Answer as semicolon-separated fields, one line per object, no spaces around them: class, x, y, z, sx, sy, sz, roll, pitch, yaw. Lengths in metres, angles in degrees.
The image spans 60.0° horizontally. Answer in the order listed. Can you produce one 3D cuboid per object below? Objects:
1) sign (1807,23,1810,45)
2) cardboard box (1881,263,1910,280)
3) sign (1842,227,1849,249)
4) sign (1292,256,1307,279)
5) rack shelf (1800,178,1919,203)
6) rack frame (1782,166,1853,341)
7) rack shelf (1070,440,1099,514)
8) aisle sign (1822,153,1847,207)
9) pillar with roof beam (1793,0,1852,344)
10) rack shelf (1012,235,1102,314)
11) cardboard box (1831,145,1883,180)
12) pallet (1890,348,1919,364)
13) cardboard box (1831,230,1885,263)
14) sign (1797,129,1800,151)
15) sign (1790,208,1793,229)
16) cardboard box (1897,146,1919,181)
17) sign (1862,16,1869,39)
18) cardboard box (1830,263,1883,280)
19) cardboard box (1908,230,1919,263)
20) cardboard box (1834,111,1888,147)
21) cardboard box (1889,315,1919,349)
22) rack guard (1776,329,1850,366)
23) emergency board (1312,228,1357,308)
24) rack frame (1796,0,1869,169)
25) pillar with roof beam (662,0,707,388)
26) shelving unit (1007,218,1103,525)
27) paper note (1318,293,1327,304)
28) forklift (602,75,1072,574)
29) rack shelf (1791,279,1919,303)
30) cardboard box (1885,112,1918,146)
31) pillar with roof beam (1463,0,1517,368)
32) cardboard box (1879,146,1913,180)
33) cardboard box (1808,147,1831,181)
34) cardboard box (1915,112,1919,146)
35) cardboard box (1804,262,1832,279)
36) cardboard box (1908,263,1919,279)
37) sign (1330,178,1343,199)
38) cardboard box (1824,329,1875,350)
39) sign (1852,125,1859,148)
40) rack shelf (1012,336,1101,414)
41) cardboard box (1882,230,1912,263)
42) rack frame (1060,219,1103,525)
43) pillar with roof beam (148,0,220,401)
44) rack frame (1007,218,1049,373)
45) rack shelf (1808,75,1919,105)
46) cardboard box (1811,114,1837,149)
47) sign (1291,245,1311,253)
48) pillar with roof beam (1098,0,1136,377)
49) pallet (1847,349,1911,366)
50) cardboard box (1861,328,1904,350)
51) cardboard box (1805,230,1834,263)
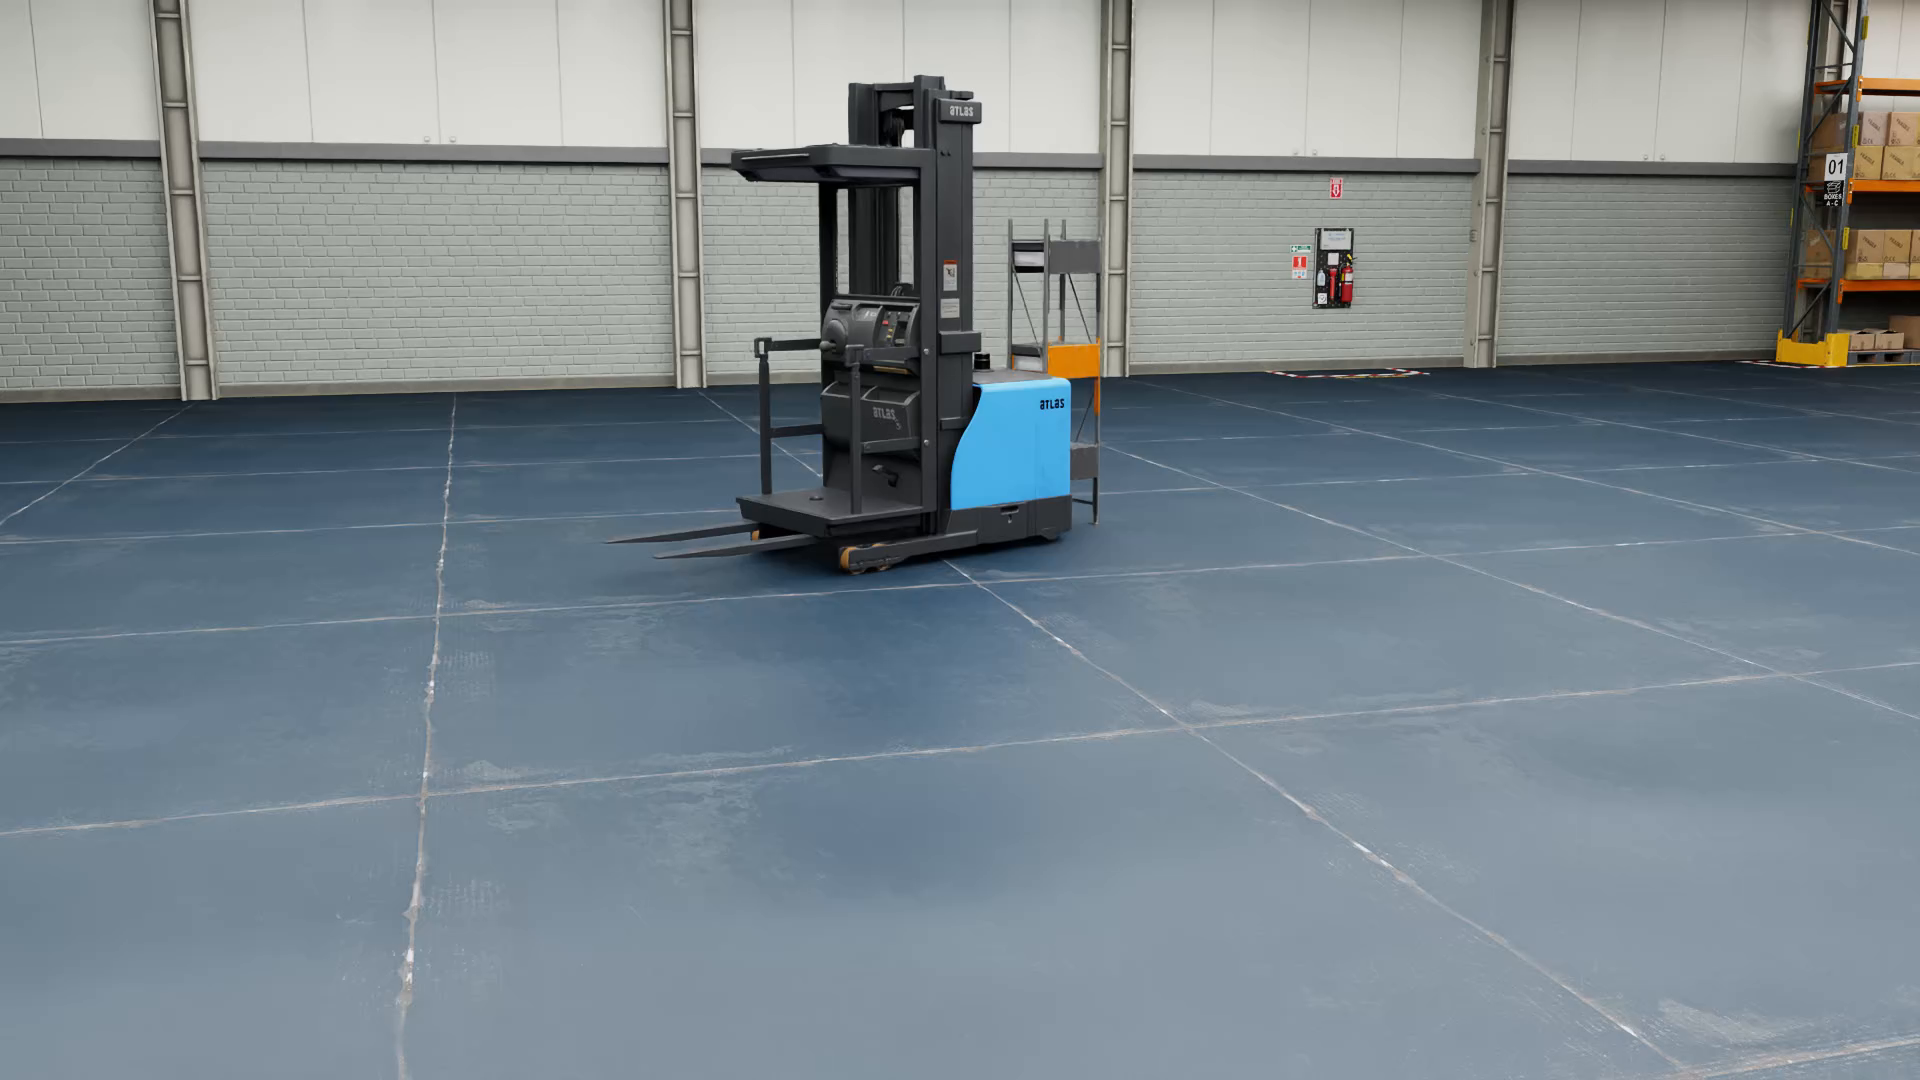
sign;13.132;-7.825;25.680;0.005;0.325;0.100;-3;11;-16
cardboard box;14.320;-4.174;25.795;0.500;0.250;0.500;-3;11;-18
sign;13.420;-4.571;25.202;0.005;0.325;0.100;-3;11;-16
sign;4.994;-4.011;24.451;0.234;0.329;0.001;-3;11;-16
rack shelf;15.188;-5.462;26.136;4.000;0.370;1.077;-3;11;-16
rack frame;13.268;-4.240;25.792;0.127;3.000;1.000;-3;11;-16
rack shelf;0.644;-0.437;11.560;0.480;0.518;0.431;-8;13;-38
aisle sign;13.283;-5.463;25.254;0.004;0.787;0.394;-3;11;-16
pillar with roof beam;14.901;-6.628;22.193;0.400;9.000;9.100;-3;11;-16
rack shelf;0.644;-1.813;11.307;0.480;0.518;0.431;-8;13;-38
cardboard box;13.659;-5.748;25.366;0.500;0.500;0.500;-3;11;-14
pallet;15.300;-2.968;26.588;1.213;0.211;1.003;-3;11;-16
cardboard box;13.810;-4.517;25.584;0.500;0.500;0.500;-3;11;-16
sign;13.132;-6.248;25.970;0.005;0.325;0.100;-3;11;-16
sign;13.132;-5.062;26.189;0.005;0.325;0.100;-3;11;-16
cardboard box;14.682;-5.796;25.626;0.500;0.500;0.500;-2;11;-13
sign;13.419;-7.594;24.645;0.005;0.325;0.100;-3;11;-16
cardboard box;13.825;-4.145;25.639;0.500;0.250;0.500;-3;11;-18
cardboard box;14.785;-4.565;25.846;0.500;0.500;0.500;-3;11;-18
cardboard box;13.706;-6.243;25.296;0.500;0.500;0.500;-4;11;-20
cardboard box;15.223;-3.304;26.395;0.500;0.500;0.700;-4;11;-20
rack guard;13.341;-3.014;26.040;0.348;0.500;1.175;-3;11;-16
emergency board;5.554;-4.004;24.509;0.643;1.169;0.194;-3;11;-16
rack frame;13.268;-7.190;25.249;0.127;3.000;1.000;-3;11;-16
pillar with roof beam;-2.381;-5.717;17.246;0.400;9.000;9.100;-3;11;-16
shelving unit;0.644;-1.138;11.431;0.503;2.100;0.431;-8;13;-38
paper note;5.365;-3.573;24.605;0.142;0.148;0.016;-3;11;-16
forklift;-0.723;-1.343;10.245;3.031;2.935;1.130;-8;13;-38
rack shelf;15.188;-3.987;26.407;4.000;0.370;1.077;-3;11;-16
cardboard box;14.201;-6.260;25.386;0.500;0.500;0.500;-3;11;-17
pillar with roof beam;9.141;-6.324;20.544;0.400;9.000;9.100;-3;11;-16
cardboard box;14.184;-5.769;25.480;0.500;0.500;0.500;-2;11;-12
cardboard box;13.598;-5.839;25.864;0.500;0.500;0.500;-2;11;-12
cardboard box;14.690;-6.288;25.538;0.500;0.500;0.500;-3;11;-14
cardboard box;13.662;-4.233;26.116;0.500;0.250;0.500;-3;11;-15
cardboard box;14.810;-4.199;25.929;0.500;0.250;0.500;-3;11;-17
sign;5.518;-5.161;24.391;0.199;0.298;0.001;-3;11;-16
cardboard box;13.957;-3.153;26.101;0.500;0.311;0.500;-4;11;-22
sign;13.420;-6.051;24.929;0.005;0.325;0.100;-3;11;-16
rack shelf;0.644;-1.125;11.433;0.480;0.518;0.431;-8;13;-38
cardboard box;14.287;-4.540;25.710;0.500;0.500;0.500;-3;11;-16
rack frame;0.834;-1.166;11.582;0.015;2.100;0.400;-8;13;-38
pillar with roof beam;-8.142;-5.413;15.596;0.400;9.000;9.100;-3;11;-16
rack frame;0.455;-1.111;11.280;0.015;2.100;0.400;-8;13;-38
rack shelf;15.188;-6.936;25.865;4.000;0.370;1.077;-3;11;-16
cardboard box;13.609;-6.333;25.785;0.500;0.500;0.500;-3;11;-13
sign;5.001;-4.270;24.396;0.331;0.109;0.001;-3;11;-16
pillar with roof beam;3.380;-6.020;18.895;0.400;9.000;9.100;-3;11;-16
pallet;14.131;-2.907;26.256;1.213;0.211;1.003;-3;11;-16
cardboard box;14.505;-3.182;26.258;0.500;0.311;0.500;-2;11;-11
cardboard box;13.661;-4.606;26.067;0.500;0.500;0.500;-3;11;-17
